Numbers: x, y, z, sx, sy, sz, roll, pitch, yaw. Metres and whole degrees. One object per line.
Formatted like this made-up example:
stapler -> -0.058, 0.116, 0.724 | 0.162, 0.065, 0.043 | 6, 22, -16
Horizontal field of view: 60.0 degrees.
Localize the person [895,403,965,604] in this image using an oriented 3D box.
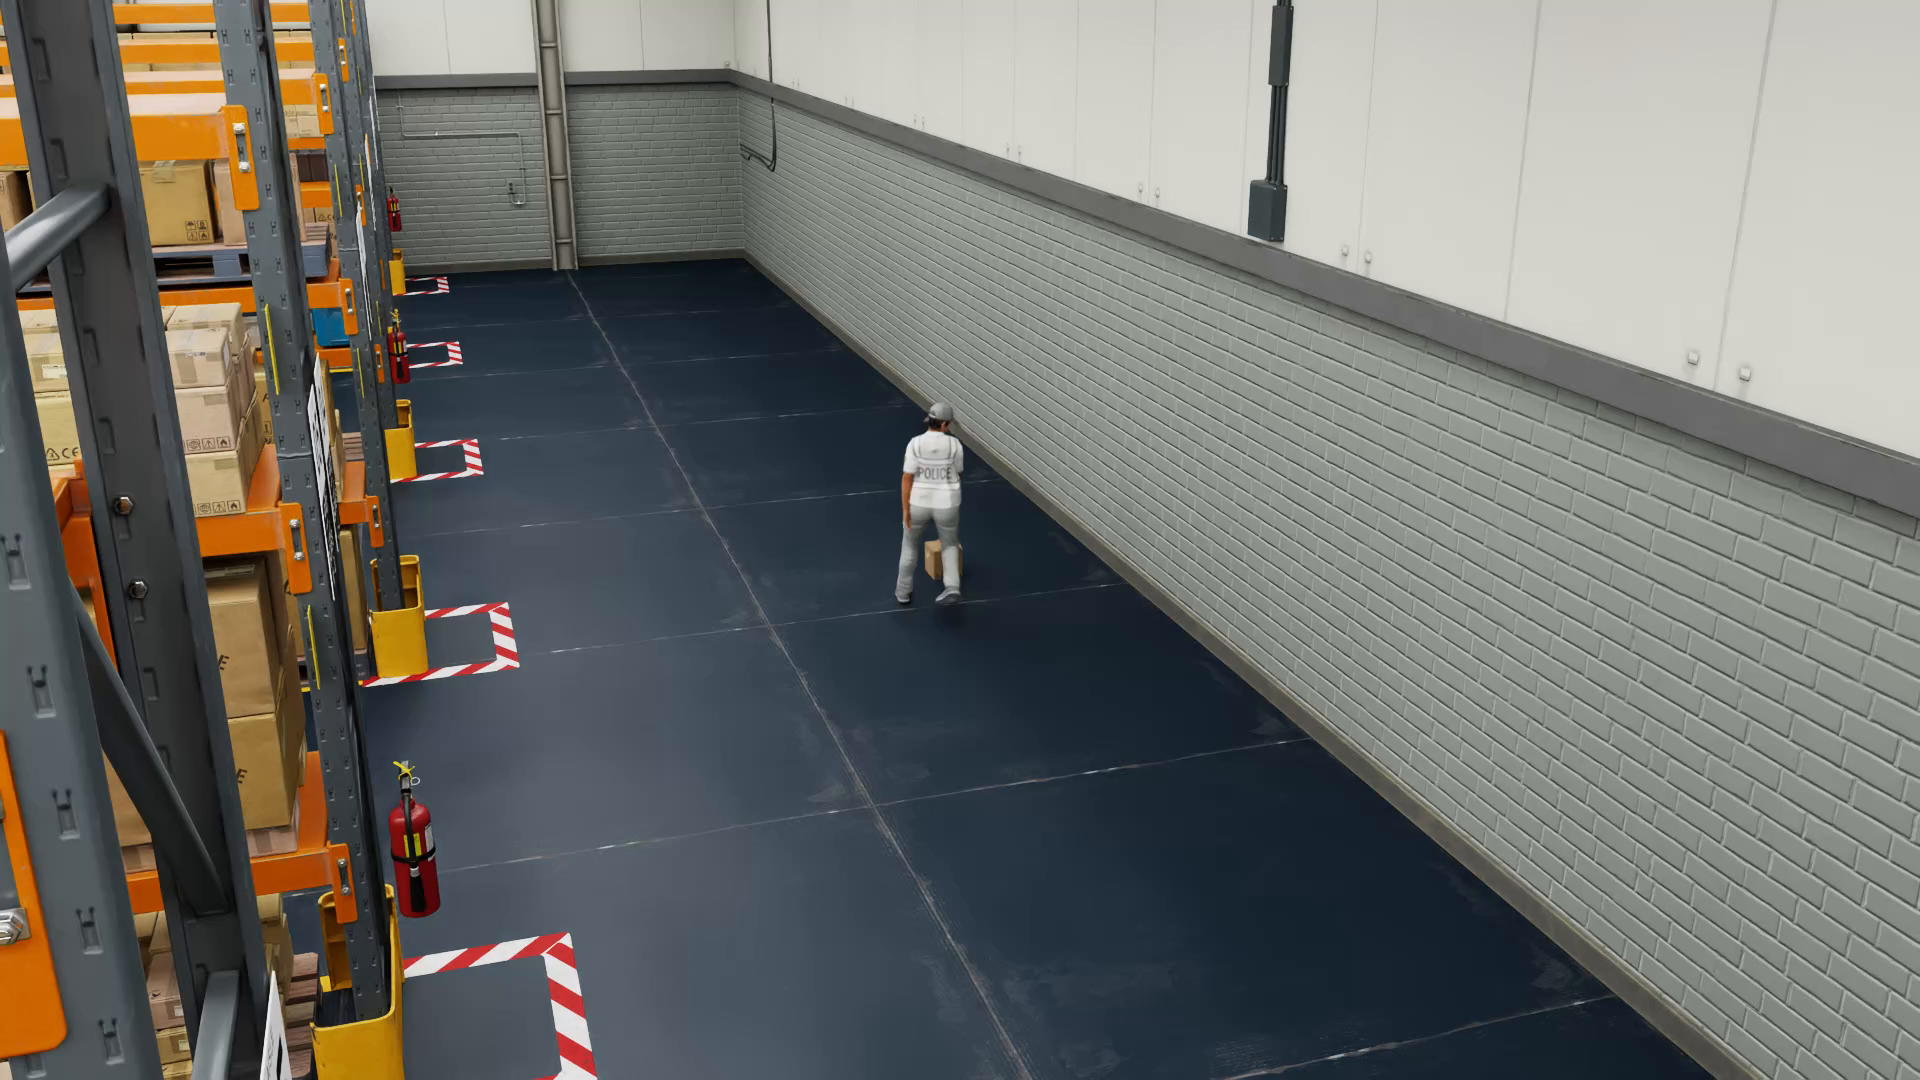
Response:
person -> -0.239, -0.251, 12.793 | 0.550, 1.627, 0.691 | 0, 19, -1
